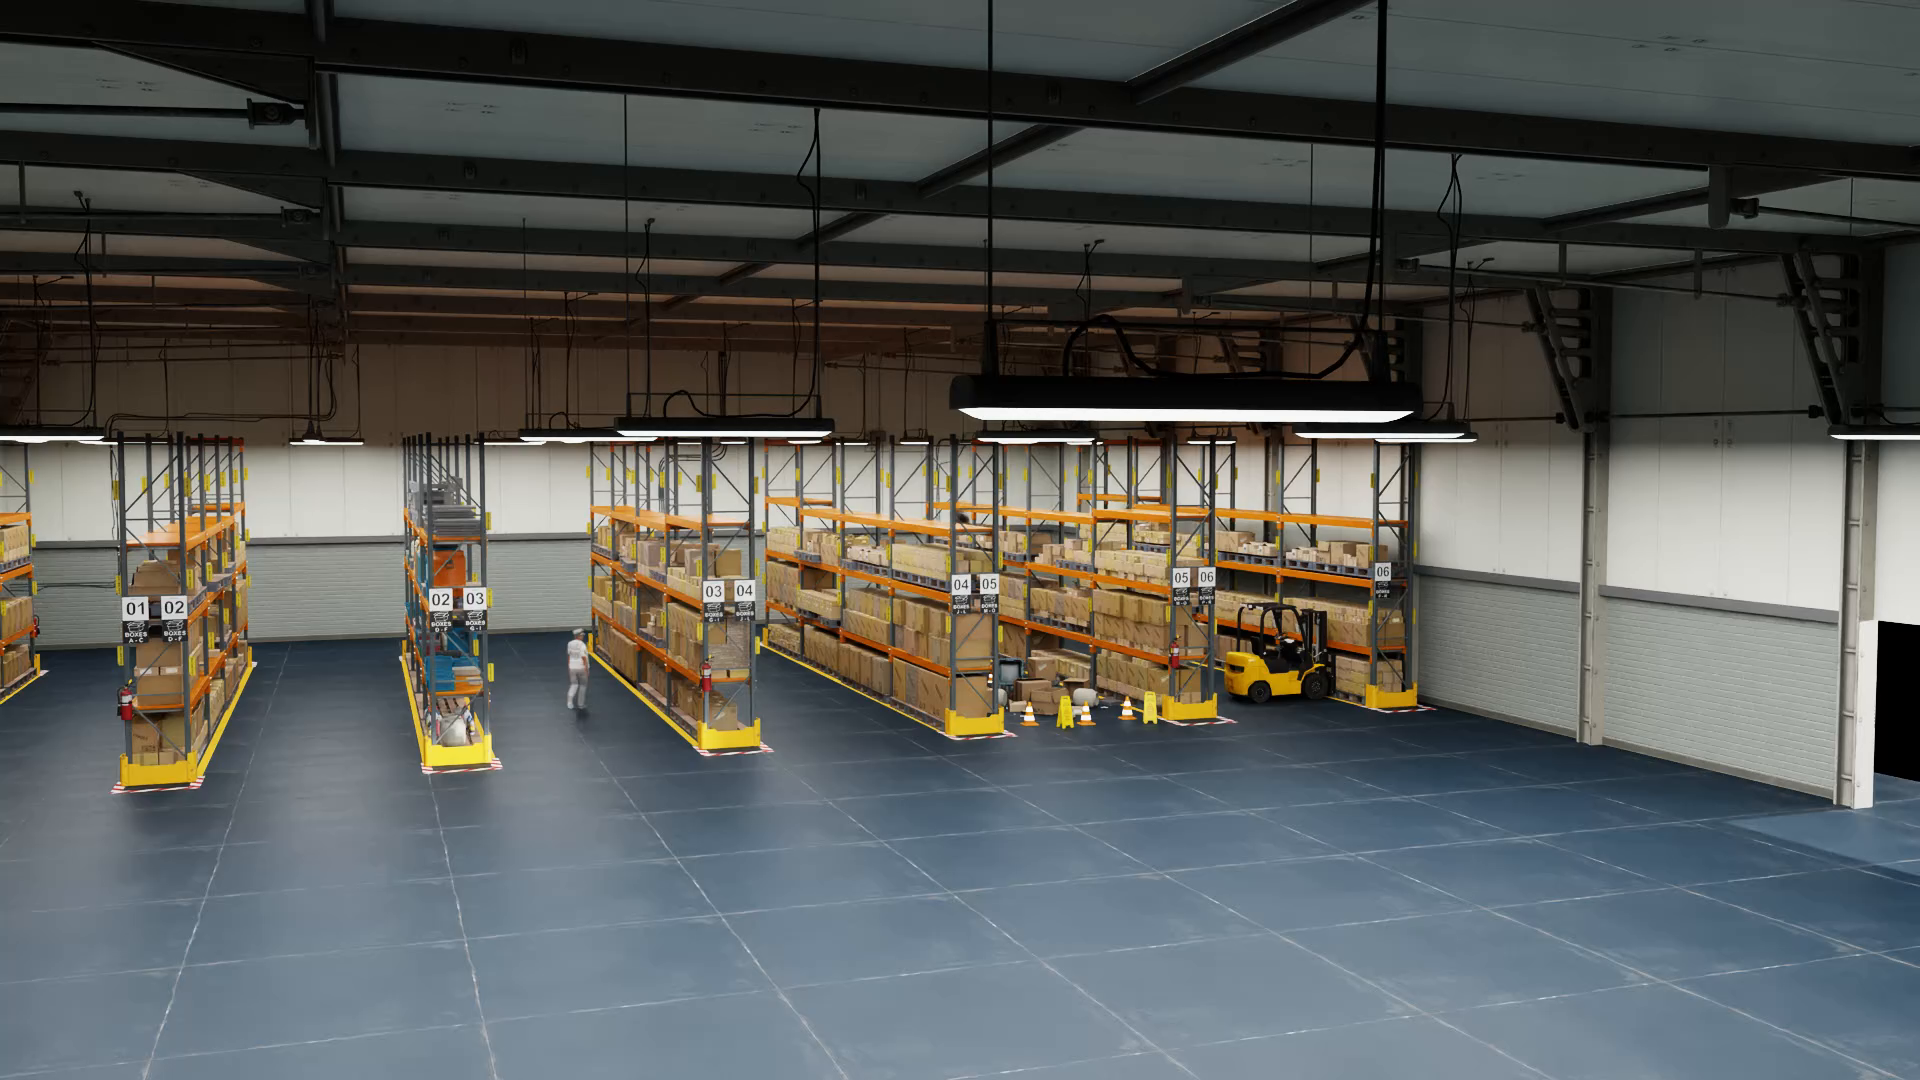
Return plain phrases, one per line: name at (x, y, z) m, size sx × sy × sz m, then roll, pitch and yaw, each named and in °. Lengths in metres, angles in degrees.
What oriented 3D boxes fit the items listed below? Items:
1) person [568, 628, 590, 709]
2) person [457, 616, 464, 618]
person at (-8.352, 2.812, 36.328) m, size 0.535 × 1.760 × 0.545 m, roll 1°, pitch 3°, yaw 15°
person at (-13.991, 2.217, 47.095) m, size 0.525 × 1.742 × 1.007 m, roll -2°, pitch 4°, yaw -29°
